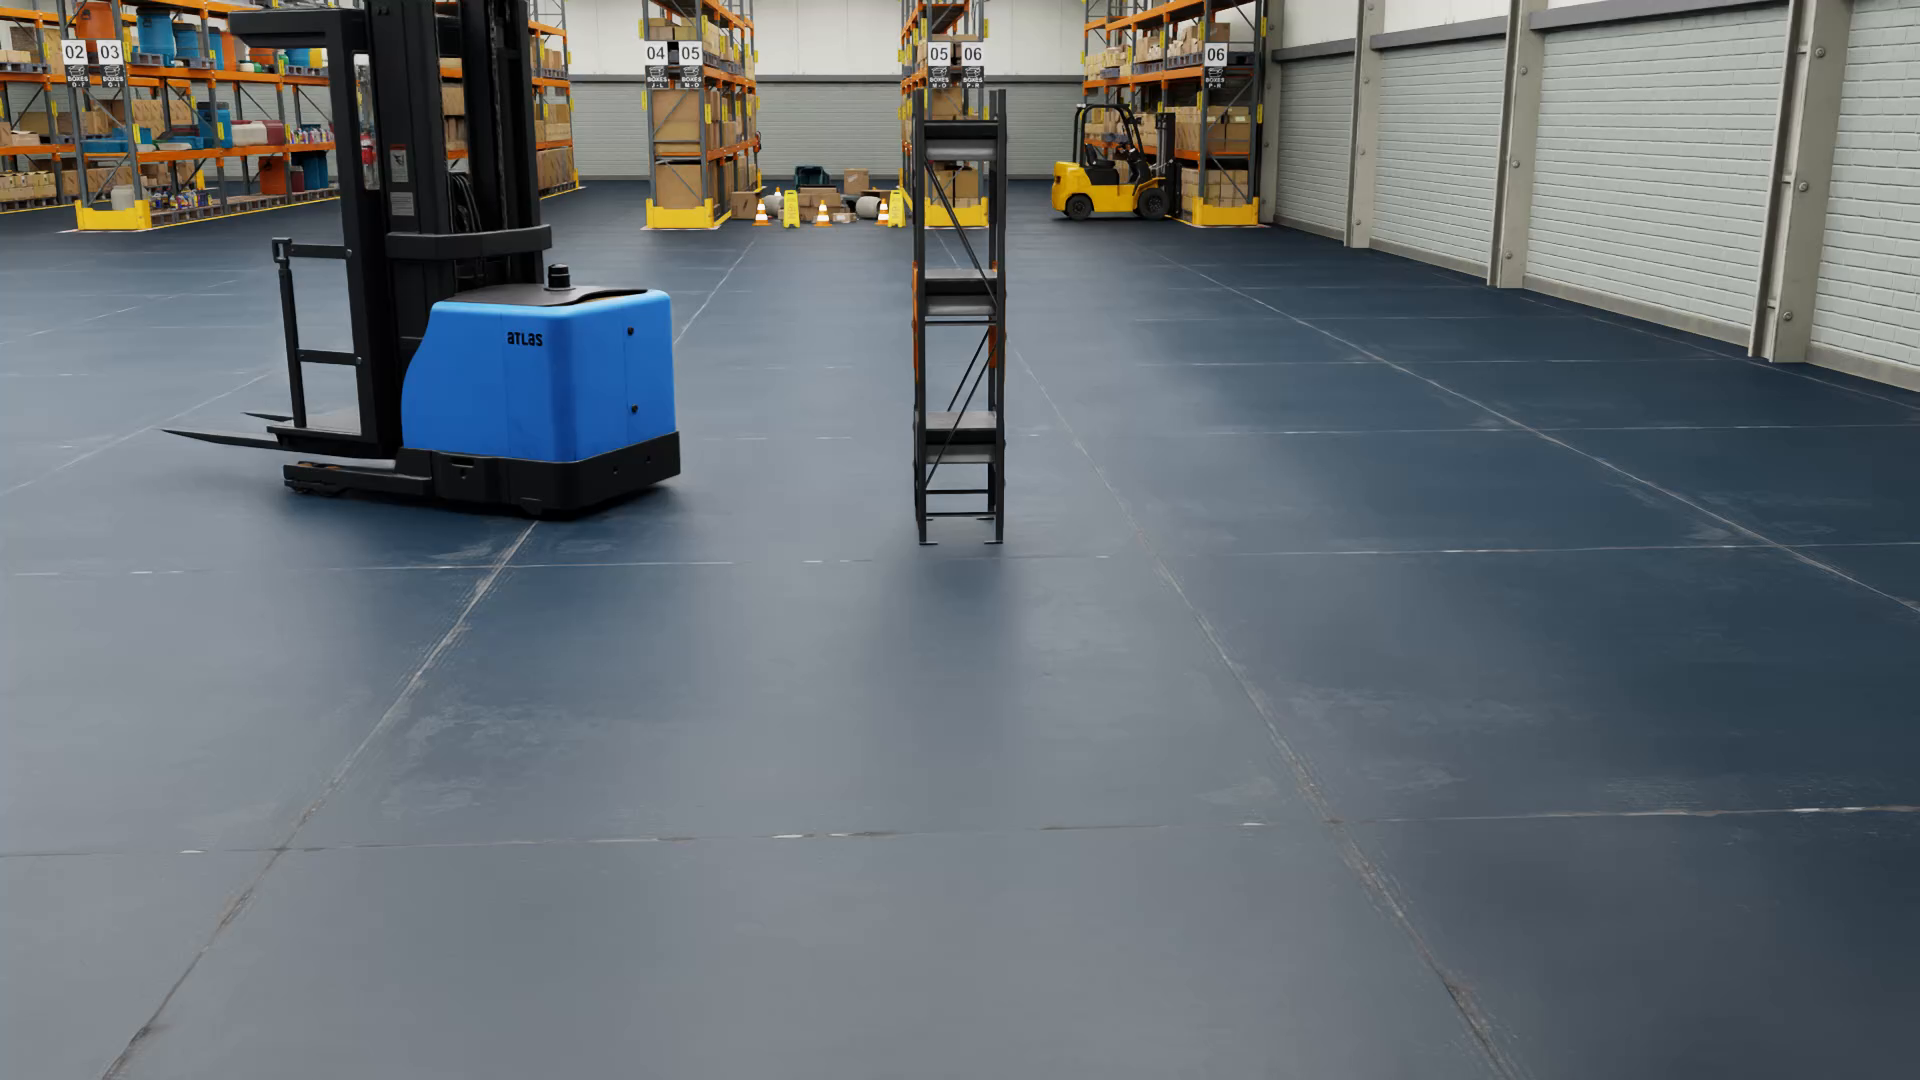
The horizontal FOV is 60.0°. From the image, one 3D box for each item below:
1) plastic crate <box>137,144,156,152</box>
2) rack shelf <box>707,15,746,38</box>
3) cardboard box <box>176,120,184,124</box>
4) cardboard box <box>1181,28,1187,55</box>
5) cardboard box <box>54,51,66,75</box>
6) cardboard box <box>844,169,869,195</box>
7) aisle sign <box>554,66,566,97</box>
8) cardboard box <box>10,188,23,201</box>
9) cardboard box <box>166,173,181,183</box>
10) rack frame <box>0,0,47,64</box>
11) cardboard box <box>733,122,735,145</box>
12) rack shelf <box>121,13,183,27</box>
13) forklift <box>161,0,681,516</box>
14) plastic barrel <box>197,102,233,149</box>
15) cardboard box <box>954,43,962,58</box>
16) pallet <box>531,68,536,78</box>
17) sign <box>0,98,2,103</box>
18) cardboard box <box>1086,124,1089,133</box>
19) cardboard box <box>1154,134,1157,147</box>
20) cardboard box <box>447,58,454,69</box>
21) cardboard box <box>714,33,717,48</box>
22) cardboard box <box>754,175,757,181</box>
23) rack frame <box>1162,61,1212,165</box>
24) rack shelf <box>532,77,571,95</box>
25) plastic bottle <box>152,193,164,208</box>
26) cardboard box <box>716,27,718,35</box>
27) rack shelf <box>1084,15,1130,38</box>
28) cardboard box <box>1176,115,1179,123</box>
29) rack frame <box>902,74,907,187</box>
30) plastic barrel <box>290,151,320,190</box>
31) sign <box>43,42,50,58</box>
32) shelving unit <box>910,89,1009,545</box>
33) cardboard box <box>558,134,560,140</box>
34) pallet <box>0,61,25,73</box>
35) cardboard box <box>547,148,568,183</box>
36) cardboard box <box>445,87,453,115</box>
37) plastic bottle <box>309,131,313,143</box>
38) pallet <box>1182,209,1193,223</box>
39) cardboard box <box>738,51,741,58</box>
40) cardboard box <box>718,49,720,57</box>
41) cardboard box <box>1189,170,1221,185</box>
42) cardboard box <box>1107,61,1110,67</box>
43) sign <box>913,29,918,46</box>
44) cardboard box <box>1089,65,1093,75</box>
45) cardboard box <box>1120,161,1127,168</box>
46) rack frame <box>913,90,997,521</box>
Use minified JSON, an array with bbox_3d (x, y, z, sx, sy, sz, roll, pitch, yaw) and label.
[{"bbox_3d":[-14.652,-7.051,29.940,0.298,0.136,0.250,-1,14,-3],"label":"plastic crate"},{"bbox_3d":[-5.637,-11.929,38.577,1.077,0.370,4.000,-1,14,-3],"label":"rack shelf"},{"bbox_3d":[-20.518,-10.667,43.264,0.500,0.500,0.500,-1,14,-3],"label":"cardboard box"},{"bbox_3d":[4.638,-9.521,31.741,0.797,0.503,0.637,0,14,-2],"label":"cardboard box"},{"bbox_3d":[-20.450,-10.601,36.988,0.910,0.500,0.500,-1,14,-3],"label":"cardboard box"},{"bbox_3d":[-2.106,-7.296,33.862,0.500,0.500,0.500,-1,14,-3],"label":"cardboard box"},{"bbox_3d":[-10.670,-12.288,44.549,0.394,0.787,0.004,-1,14,-3],"label":"aisle sign"},{"bbox_3d":[-19.983,-7.229,34.777,0.500,0.250,0.500,-1,14,-2],"label":"cardboard box"},{"bbox_3d":[-20.544,-9.368,43.051,0.500,0.250,0.500,-1,14,-3],"label":"cardboard box"},{"bbox_3d":[-20.357,-11.770,35.714,1.000,3.000,0.127,-1,14,-3],"label":"rack frame"},{"bbox_3d":[-5.188,-8.885,36.338,0.500,0.500,0.500,-1,14,-3],"label":"cardboard box"},{"bbox_3d":[-20.729,-12.913,41.604,1.077,0.370,4.000,-1,14,-3],"label":"rack shelf"},{"bbox_3d":[-3.102,-1.764,9.002,3.031,2.935,1.130,6,16,23],"label":"forklift"},{"bbox_3d":[-14.887,-8.289,33.218,0.600,0.901,0.708,-1,14,-3],"label":"plastic barrel"},{"bbox_3d":[0.152,-8.834,30.024,0.500,0.250,0.500,-1,14,-4],"label":"cardboard box"},{"bbox_3d":[-10.612,-11.145,39.686,0.805,0.209,1.217,-1,15,-6],"label":"pallet"},{"bbox_3d":[-25.254,-11.458,43.739,0.100,0.325,0.005,-1,14,-3],"label":"sign"},{"bbox_3d":[3.670,-11.066,44.721,0.500,0.250,0.500,-1,14,-3],"label":"cardboard box"},{"bbox_3d":[4.331,-8.301,34.572,0.500,0.250,0.500,-1,14,-2],"label":"cardboard box"},{"bbox_3d":[-9.874,-9.036,31.408,0.500,0.250,0.500,-1,14,-4],"label":"cardboard box"},{"bbox_3d":[-4.947,-9.605,31.980,0.500,0.250,0.500,-1,14,-4],"label":"cardboard box"},{"bbox_3d":[-5.651,-9.691,44.549,0.380,0.149,0.250,0,14,-2],"label":"cardboard box"},{"bbox_3d":[4.623,-8.253,34.082,1.000,3.000,0.127,-1,14,-3],"label":"rack frame"},{"bbox_3d":[-10.841,-11.614,42.568,1.077,0.370,4.000,-1,14,-3],"label":"rack shelf"},{"bbox_3d":[-15.345,-6.489,31.808,0.152,0.276,0.135,-1,14,-3],"label":"plastic bottle"},{"bbox_3d":[-4.909,-9.894,32.301,0.380,0.149,0.250,-1,14,-4],"label":"cardboard box"},{"bbox_3d":[4.003,-13.295,43.091,1.077,0.370,4.000,-1,14,-3],"label":"rack shelf"},{"bbox_3d":[4.431,-8.213,32.426,0.380,0.149,0.250,-1,14,-5],"label":"cardboard box"},{"bbox_3d":[-1.074,-11.160,45.380,1.000,3.000,0.127,-1,14,-3],"label":"rack frame"},{"bbox_3d":[-15.600,-8.811,39.619,0.600,0.901,0.708,-1,14,-3],"label":"plastic barrel"},{"bbox_3d":[-19.803,-10.613,36.039,0.100,0.325,0.005,-1,14,-3],"label":"sign"},{"bbox_3d":[-0.010,-1.058,7.925,0.431,2.100,0.503,-1,14,-3],"label":"shelving unit"},{"bbox_3d":[-10.502,-10.357,42.763,0.380,0.149,0.250,-1,14,-5],"label":"cardboard box"},{"bbox_3d":[-20.154,-9.781,34.380,1.003,0.211,1.213,0,14,-1],"label":"pallet"},{"bbox_3d":[-10.790,-9.797,43.504,0.875,0.875,0.875,-1,14,-3],"label":"cardboard box"},{"bbox_3d":[-9.830,-8.218,31.143,0.500,0.500,0.500,-1,14,-3],"label":"cardboard box"},{"bbox_3d":[-15.178,-9.422,38.859,0.061,0.283,0.133,-1,14,-3],"label":"plastic bottle"},{"bbox_3d":[4.782,-6.097,31.300,1.003,0.211,1.213,-1,14,-3],"label":"pallet"},{"bbox_3d":[-5.537,-11.955,40.947,0.380,0.149,0.250,-1,14,-4],"label":"cardboard box"},{"bbox_3d":[-4.924,-9.571,32.646,0.380,0.149,0.250,-1,14,-4],"label":"cardboard box"},{"bbox_3d":[4.531,-6.724,30.808,0.500,0.250,0.500,0,14,-2],"label":"cardboard box"},{"bbox_3d":[3.774,-11.554,40.354,0.380,0.149,0.250,-1,14,-3],"label":"cardboard box"},{"bbox_3d":[-0.885,-10.060,33.257,0.100,0.325,0.005,-1,14,-3],"label":"sign"},{"bbox_3d":[3.705,-12.393,43.858,0.500,0.250,0.500,-1,14,-5],"label":"cardboard box"},{"bbox_3d":[4.038,-9.004,39.872,0.380,0.149,0.250,-2,15,-6],"label":"cardboard box"},{"bbox_3d":[-0.025,-1.119,8.161,0.400,2.100,0.015,-1,14,-3],"label":"rack frame"}]
